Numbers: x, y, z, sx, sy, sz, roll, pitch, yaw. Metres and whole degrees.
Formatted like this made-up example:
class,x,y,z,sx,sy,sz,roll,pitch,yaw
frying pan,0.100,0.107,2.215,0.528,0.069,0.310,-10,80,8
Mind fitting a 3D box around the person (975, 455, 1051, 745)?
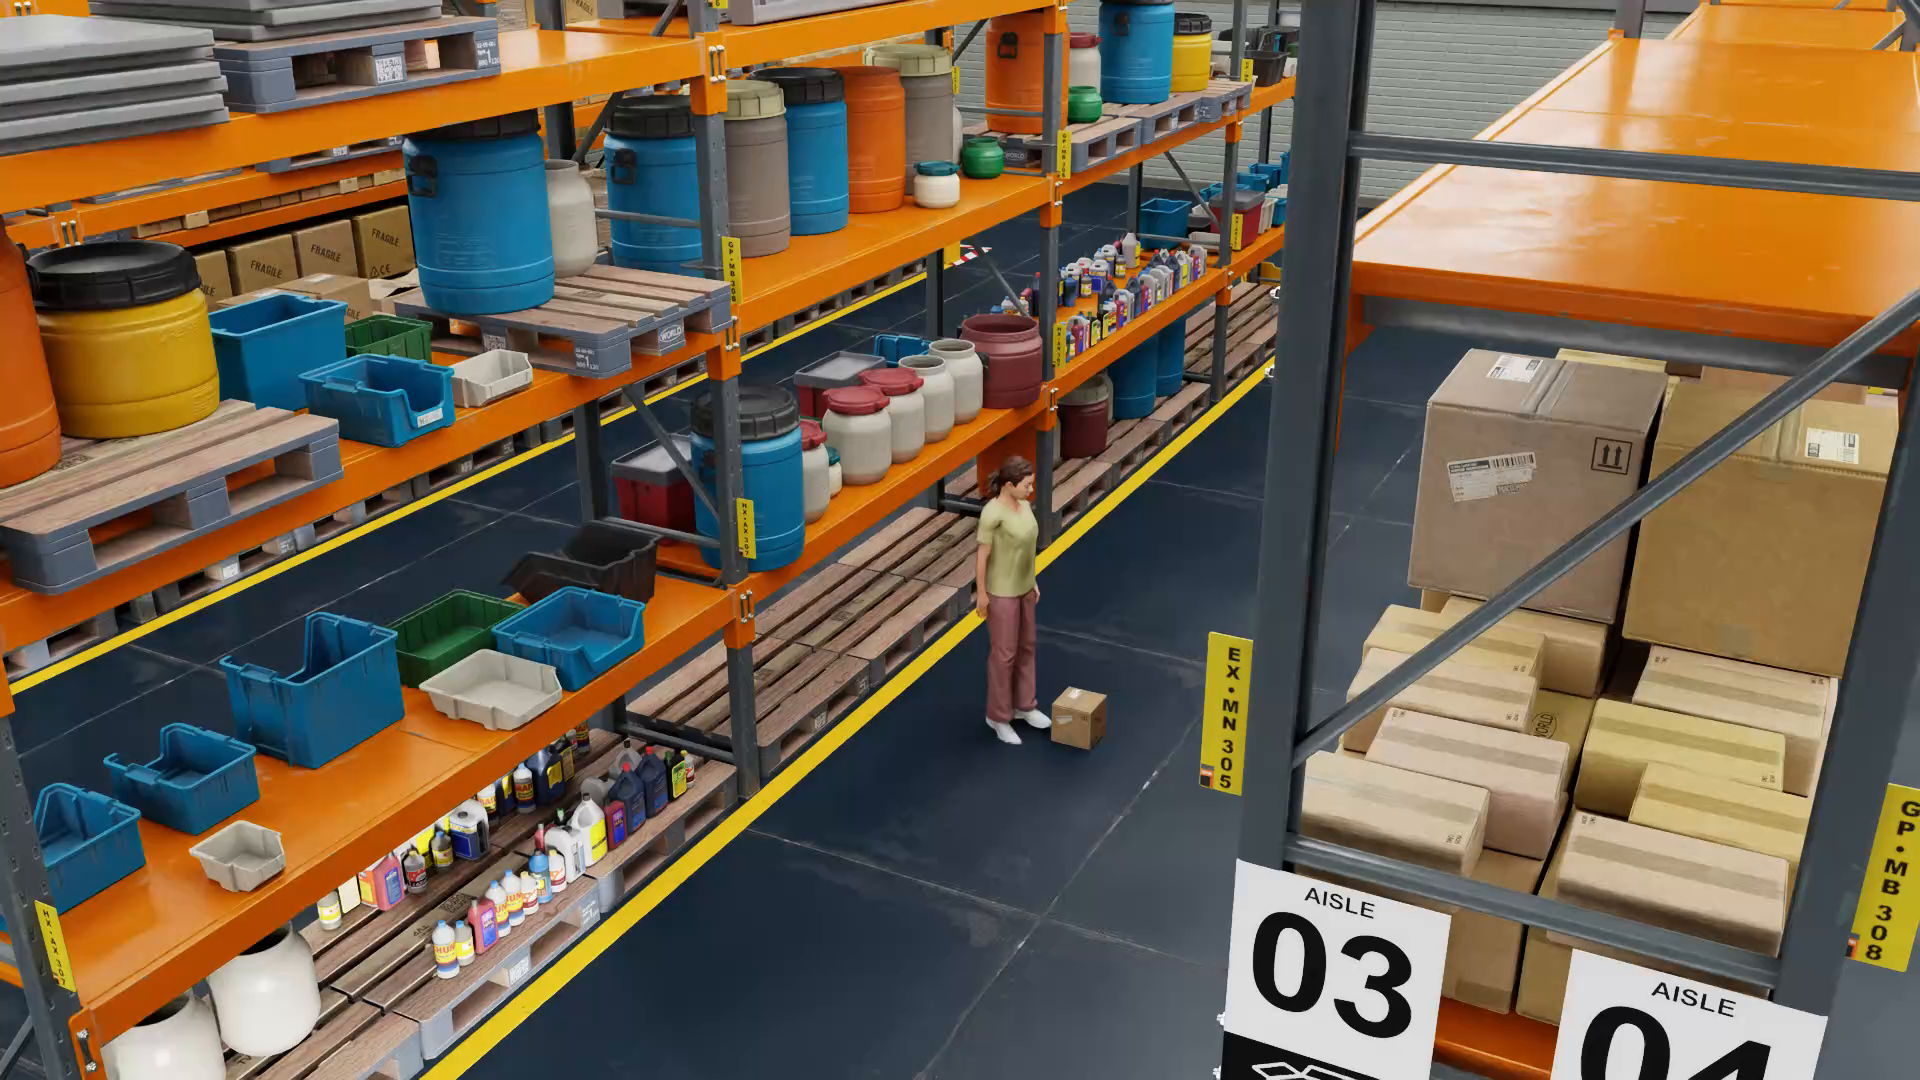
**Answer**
class,x,y,z,sx,sy,sz,roll,pitch,yaw
person,0.335,0.335,9.806,0.496,1.723,0.503,15,27,31
